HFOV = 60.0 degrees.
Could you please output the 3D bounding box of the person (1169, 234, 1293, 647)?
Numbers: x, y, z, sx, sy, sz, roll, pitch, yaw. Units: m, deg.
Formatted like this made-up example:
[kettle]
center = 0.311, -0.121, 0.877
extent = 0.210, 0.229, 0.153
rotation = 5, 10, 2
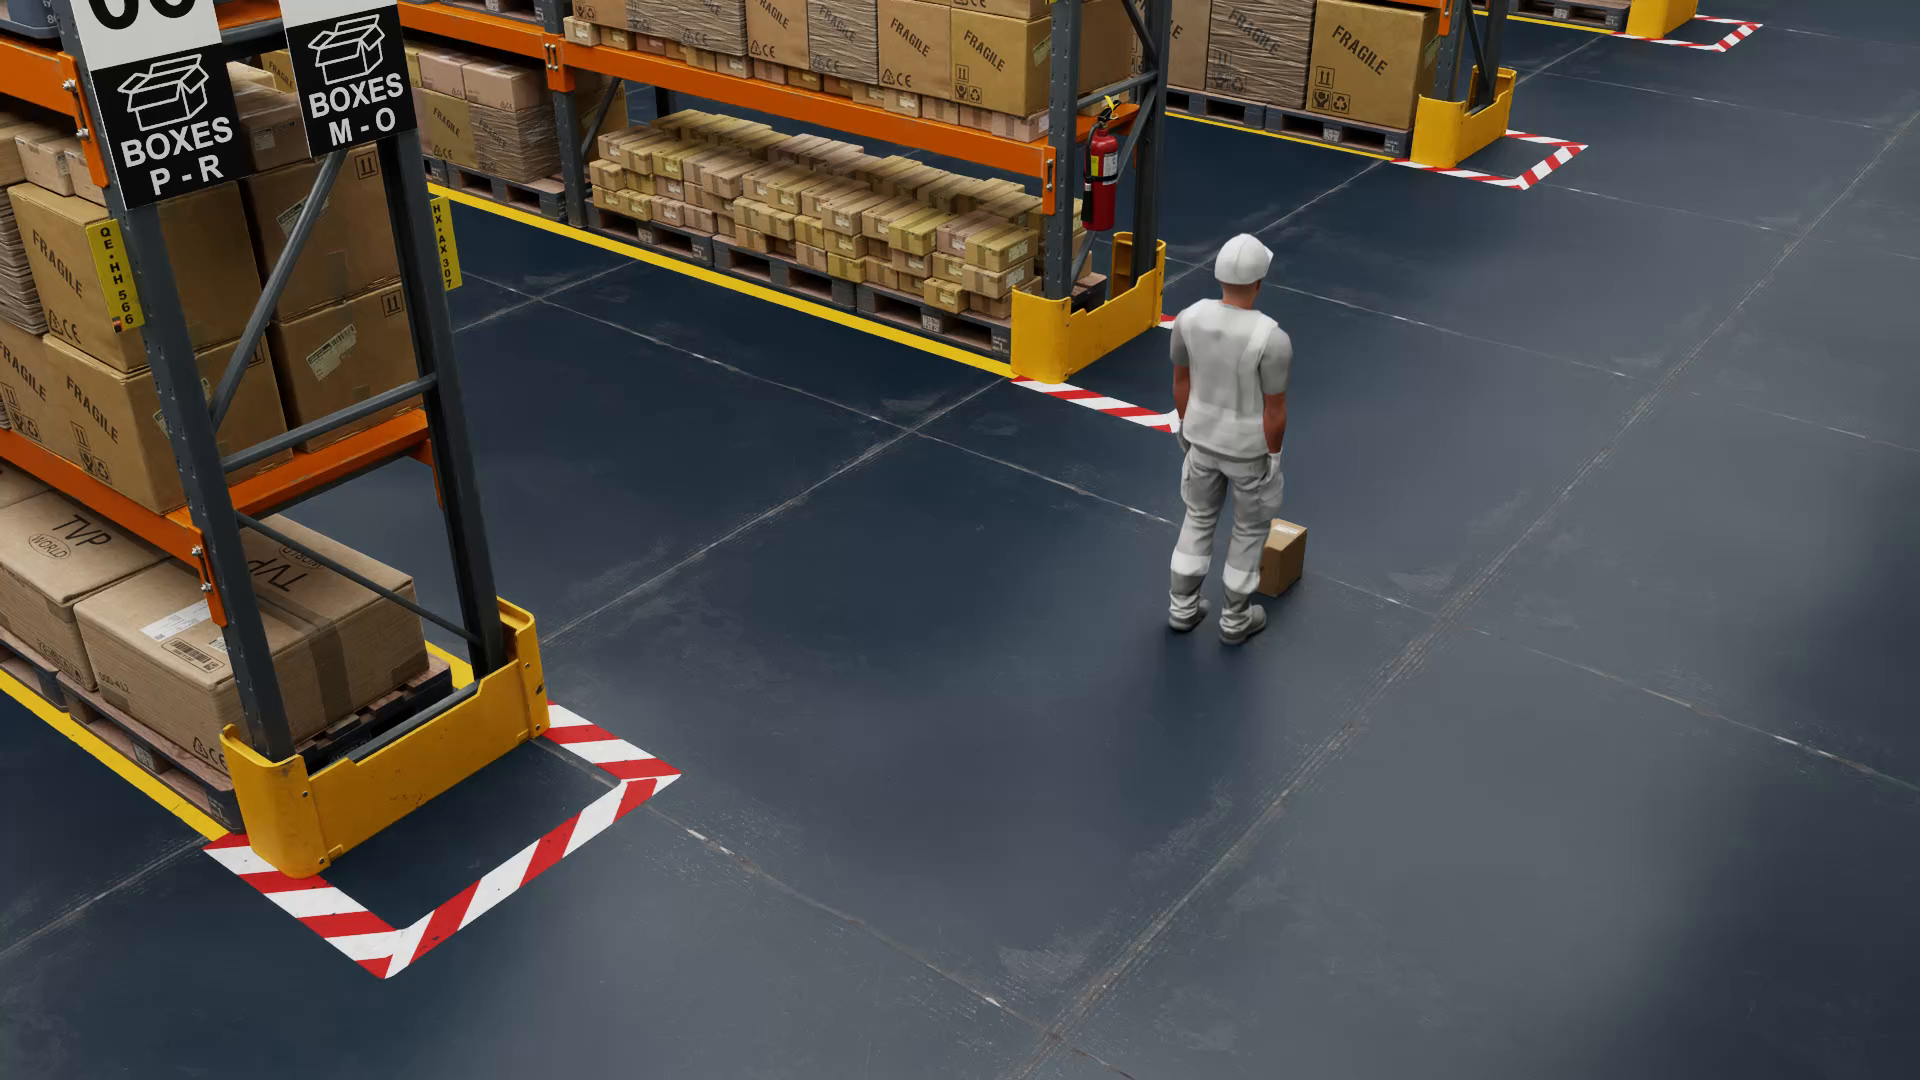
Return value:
[person]
center = 1.103, -0.392, 6.805
extent = 0.525, 1.809, 0.364
rotation = 22, 37, 32
